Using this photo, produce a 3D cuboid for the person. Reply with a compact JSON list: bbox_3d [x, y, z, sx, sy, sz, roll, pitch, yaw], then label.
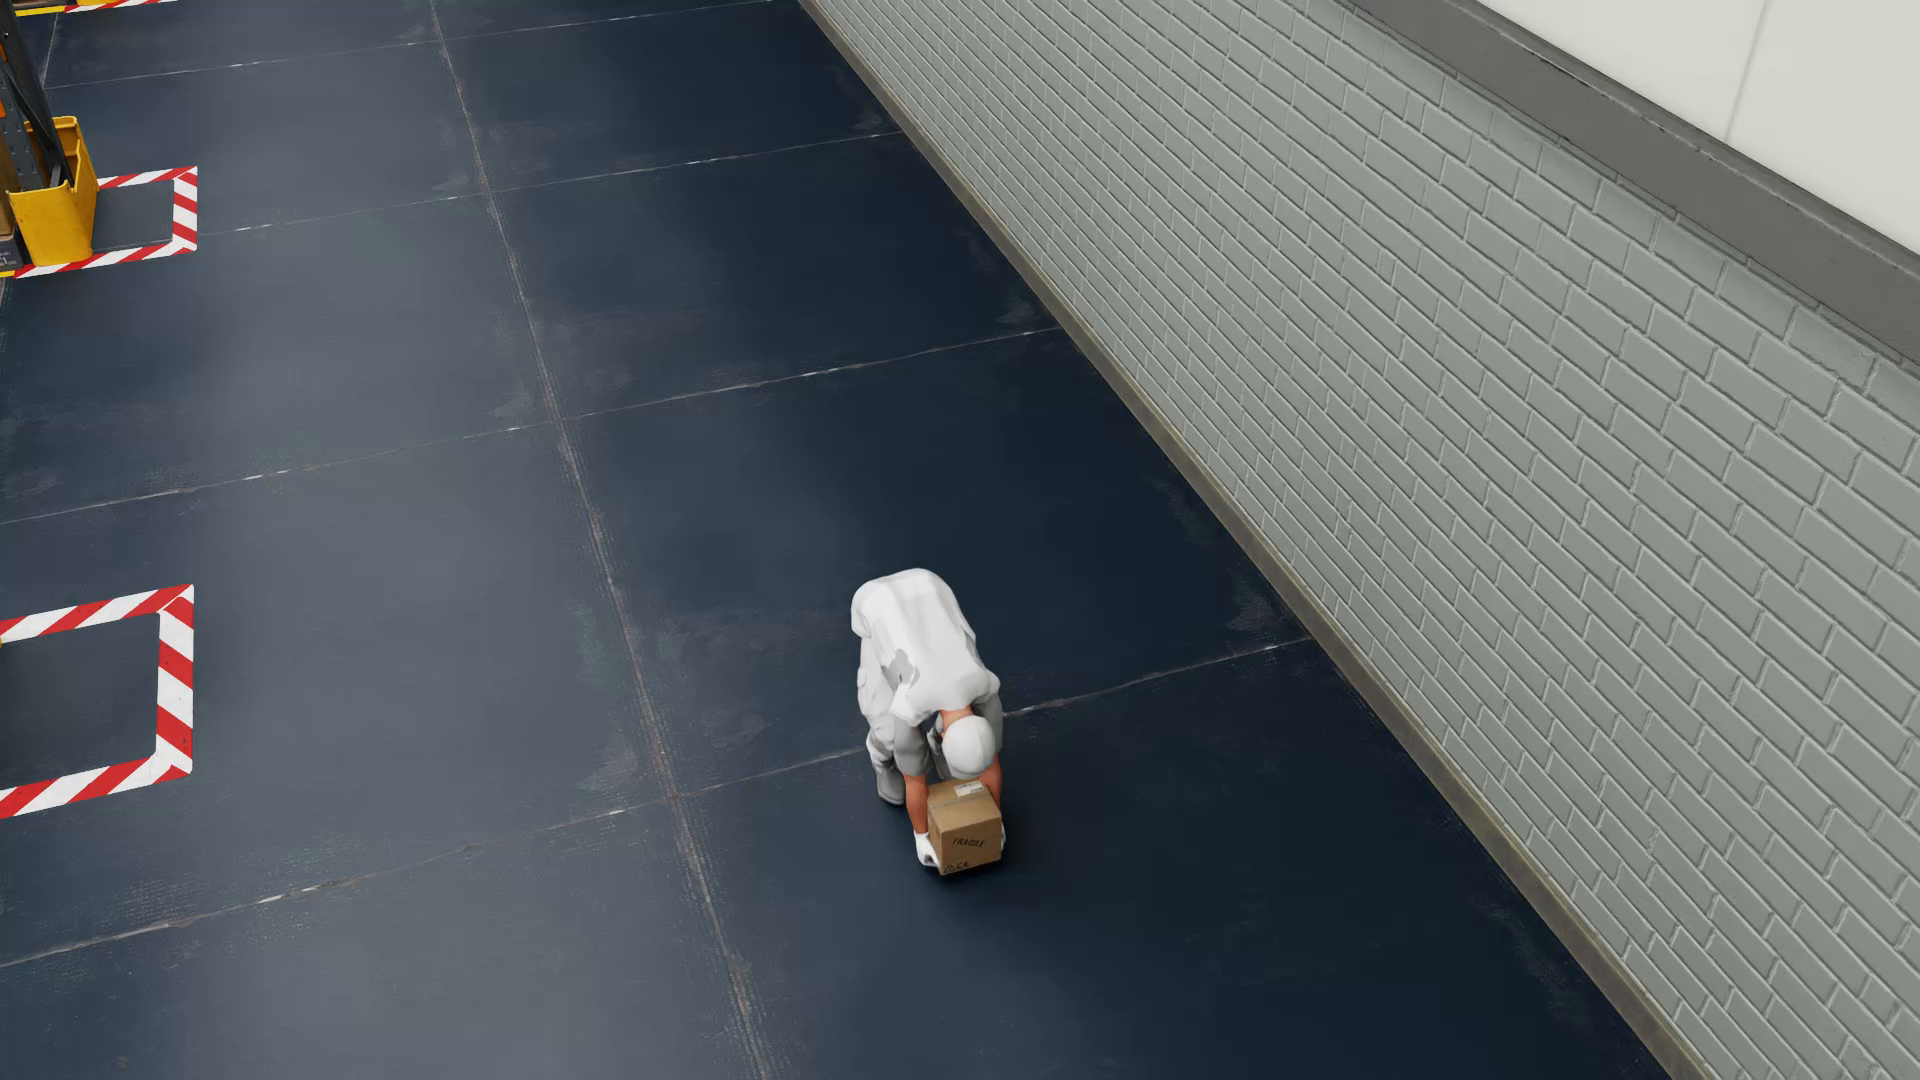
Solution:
[{"bbox_3d":[-0.101,0.693,6.528,0.532,0.970,0.948,-14,40,-18],"label":"person"}]
